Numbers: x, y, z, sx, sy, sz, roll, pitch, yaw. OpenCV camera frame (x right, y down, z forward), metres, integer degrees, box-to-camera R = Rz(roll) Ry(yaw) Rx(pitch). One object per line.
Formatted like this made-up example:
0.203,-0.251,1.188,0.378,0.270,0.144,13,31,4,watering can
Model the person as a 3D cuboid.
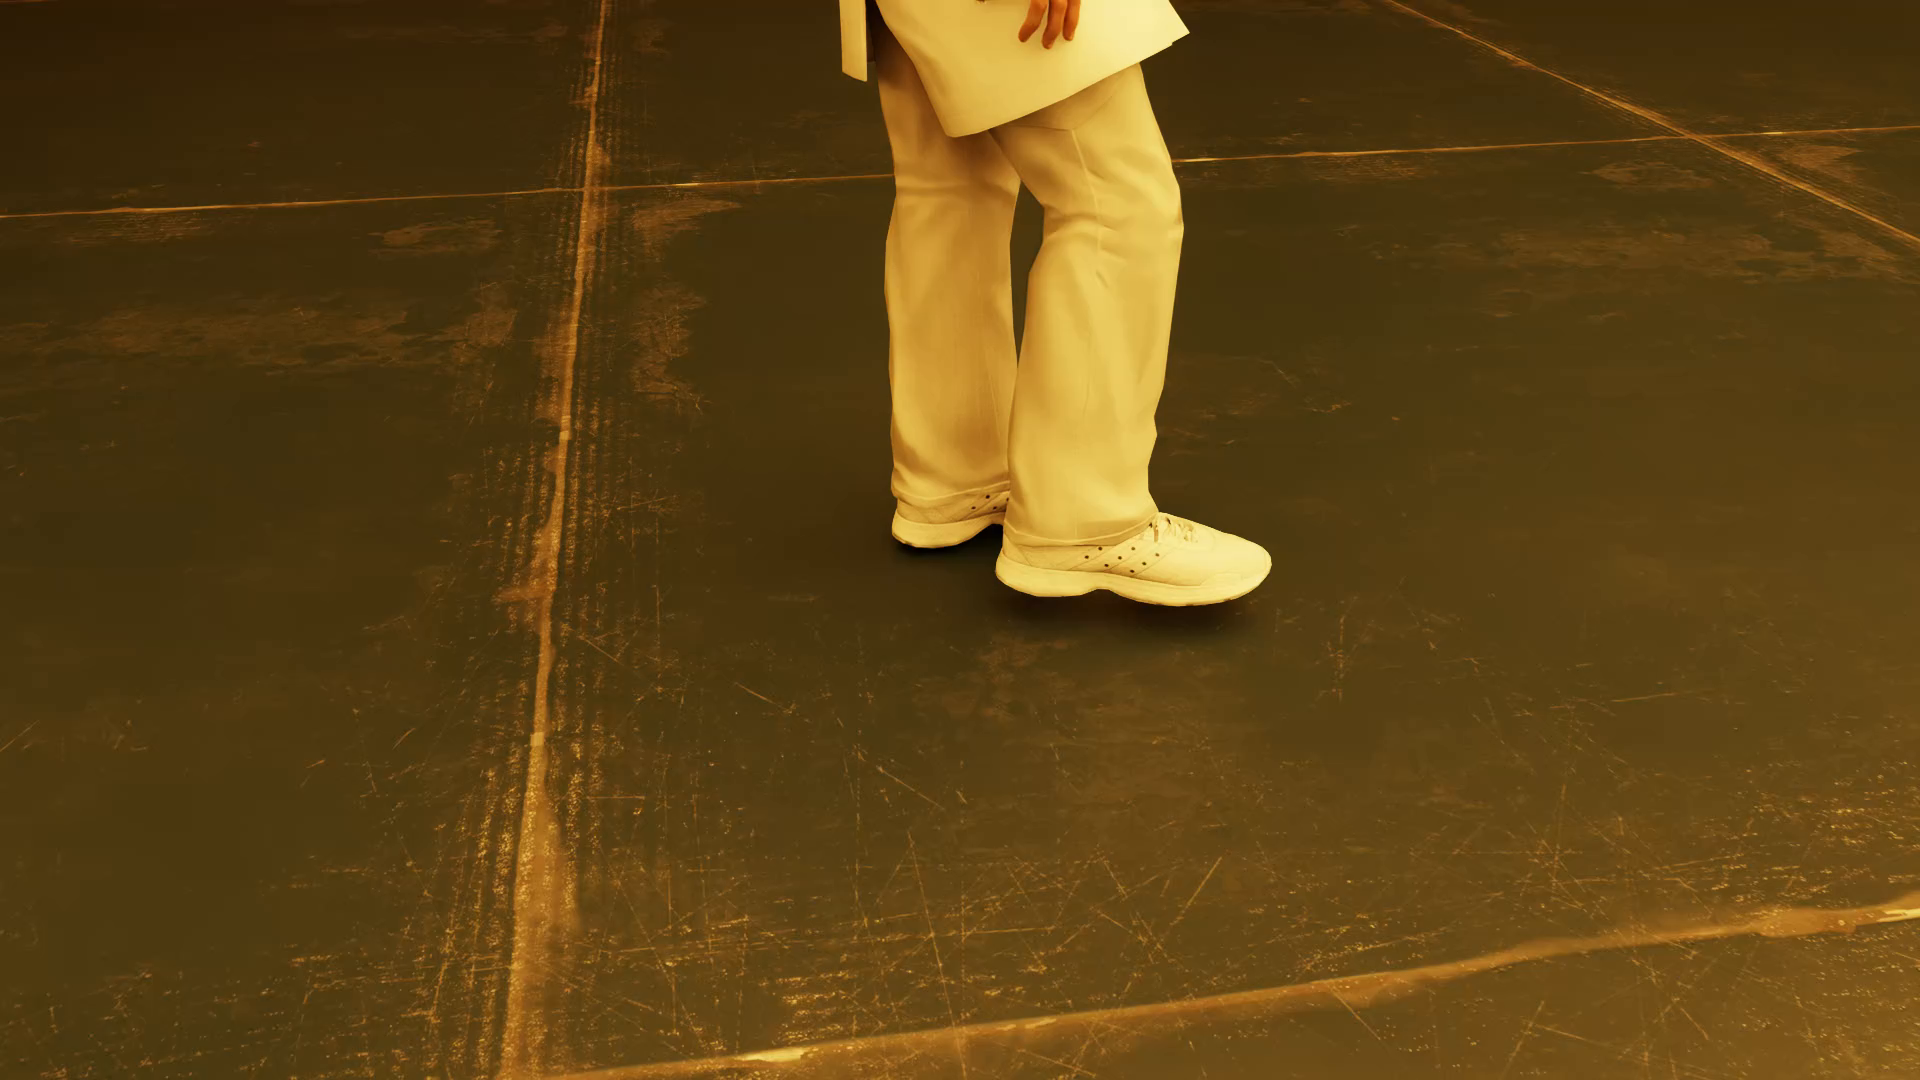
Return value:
0.090,-0.797,2.089,0.582,1.775,0.694,-5,28,-9,person
